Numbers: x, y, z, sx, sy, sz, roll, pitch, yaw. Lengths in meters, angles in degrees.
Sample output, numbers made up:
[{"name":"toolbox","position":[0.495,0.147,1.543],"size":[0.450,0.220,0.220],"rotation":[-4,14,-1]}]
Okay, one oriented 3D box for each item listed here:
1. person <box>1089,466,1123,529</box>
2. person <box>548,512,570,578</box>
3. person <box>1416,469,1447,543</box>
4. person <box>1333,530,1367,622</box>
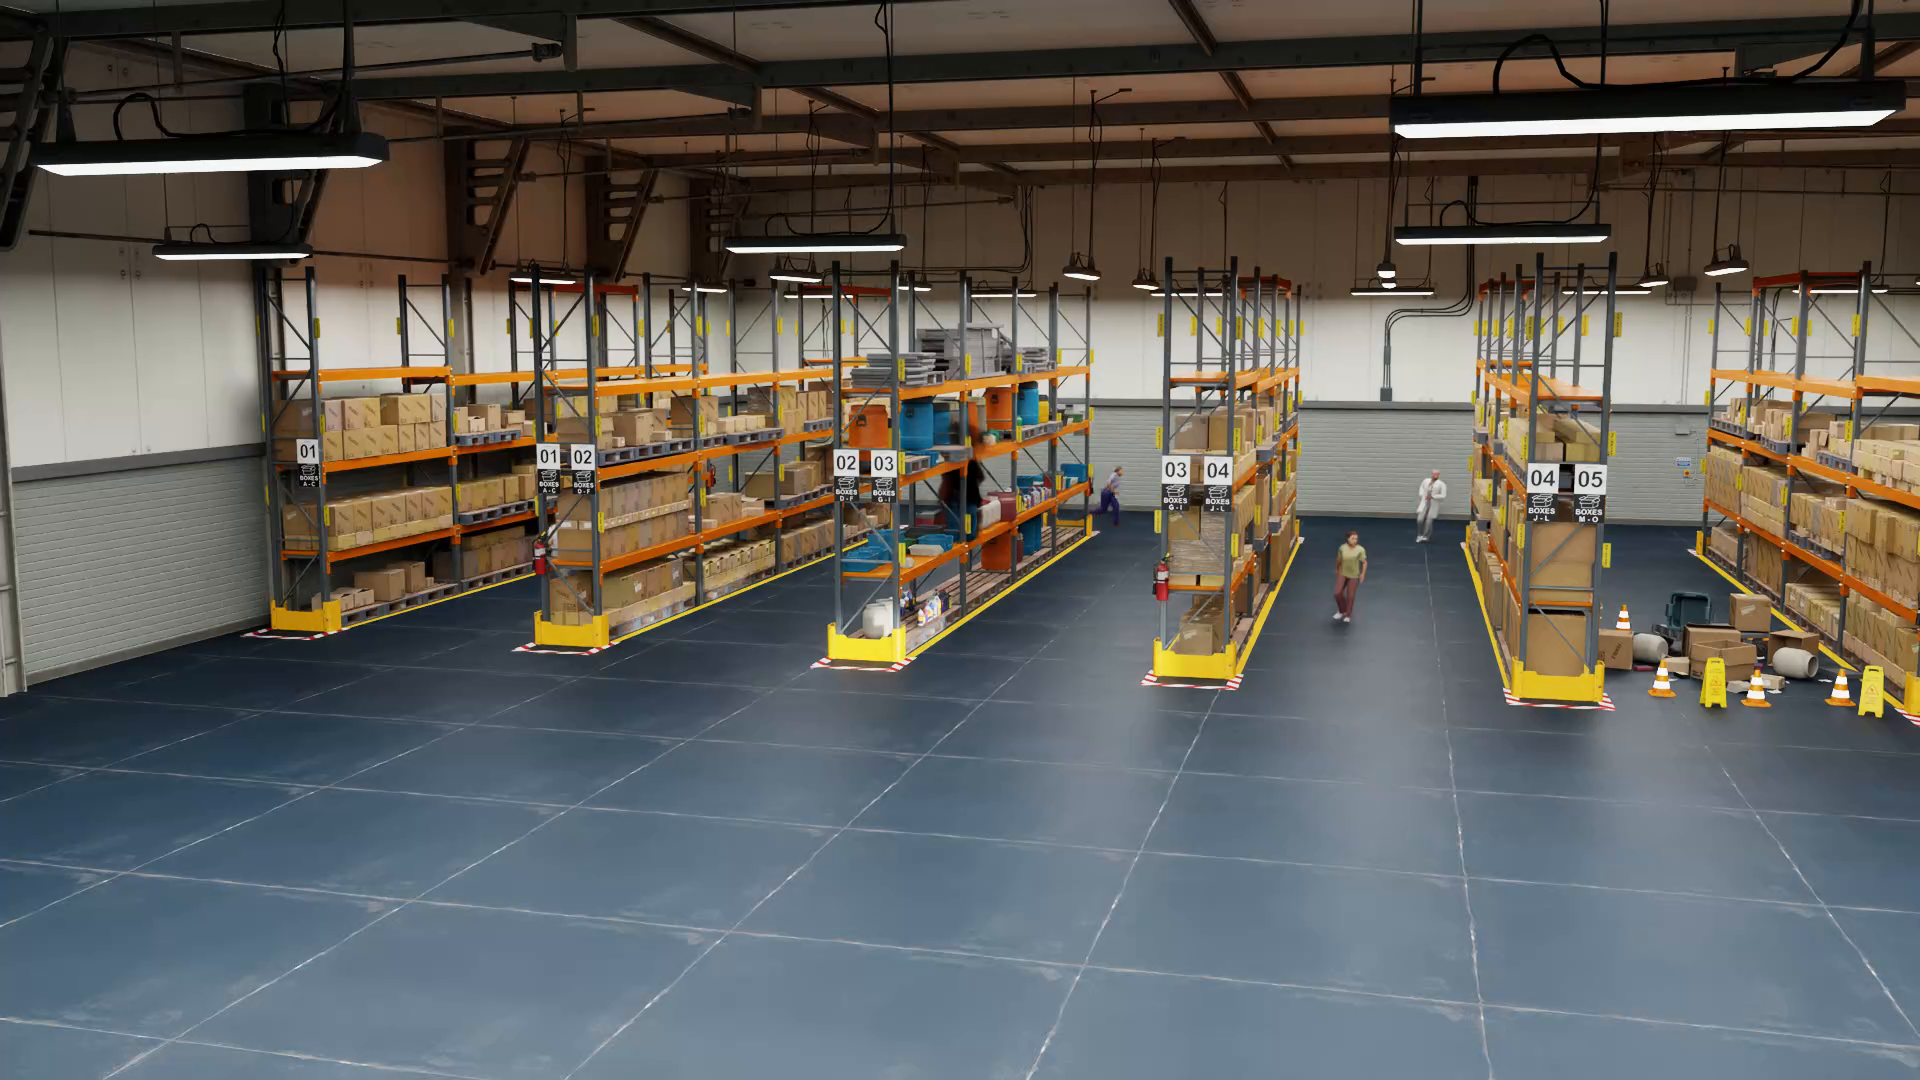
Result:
[{"name":"person","position":[3.662,-1.069,41.993],"size":[0.974,1.598,0.642],"rotation":[1,7,11]},{"name":"person","position":[-7.269,0.323,30.372],"size":[0.554,1.712,0.856],"rotation":[2,7,12]},{"name":"person","position":[11.013,-0.777,38.806],"size":[0.672,1.761,0.689],"rotation":[4,8,30]},{"name":"person","position":[6.625,0.614,28.251],"size":[0.576,1.621,0.639],"rotation":[2,8,18]}]
